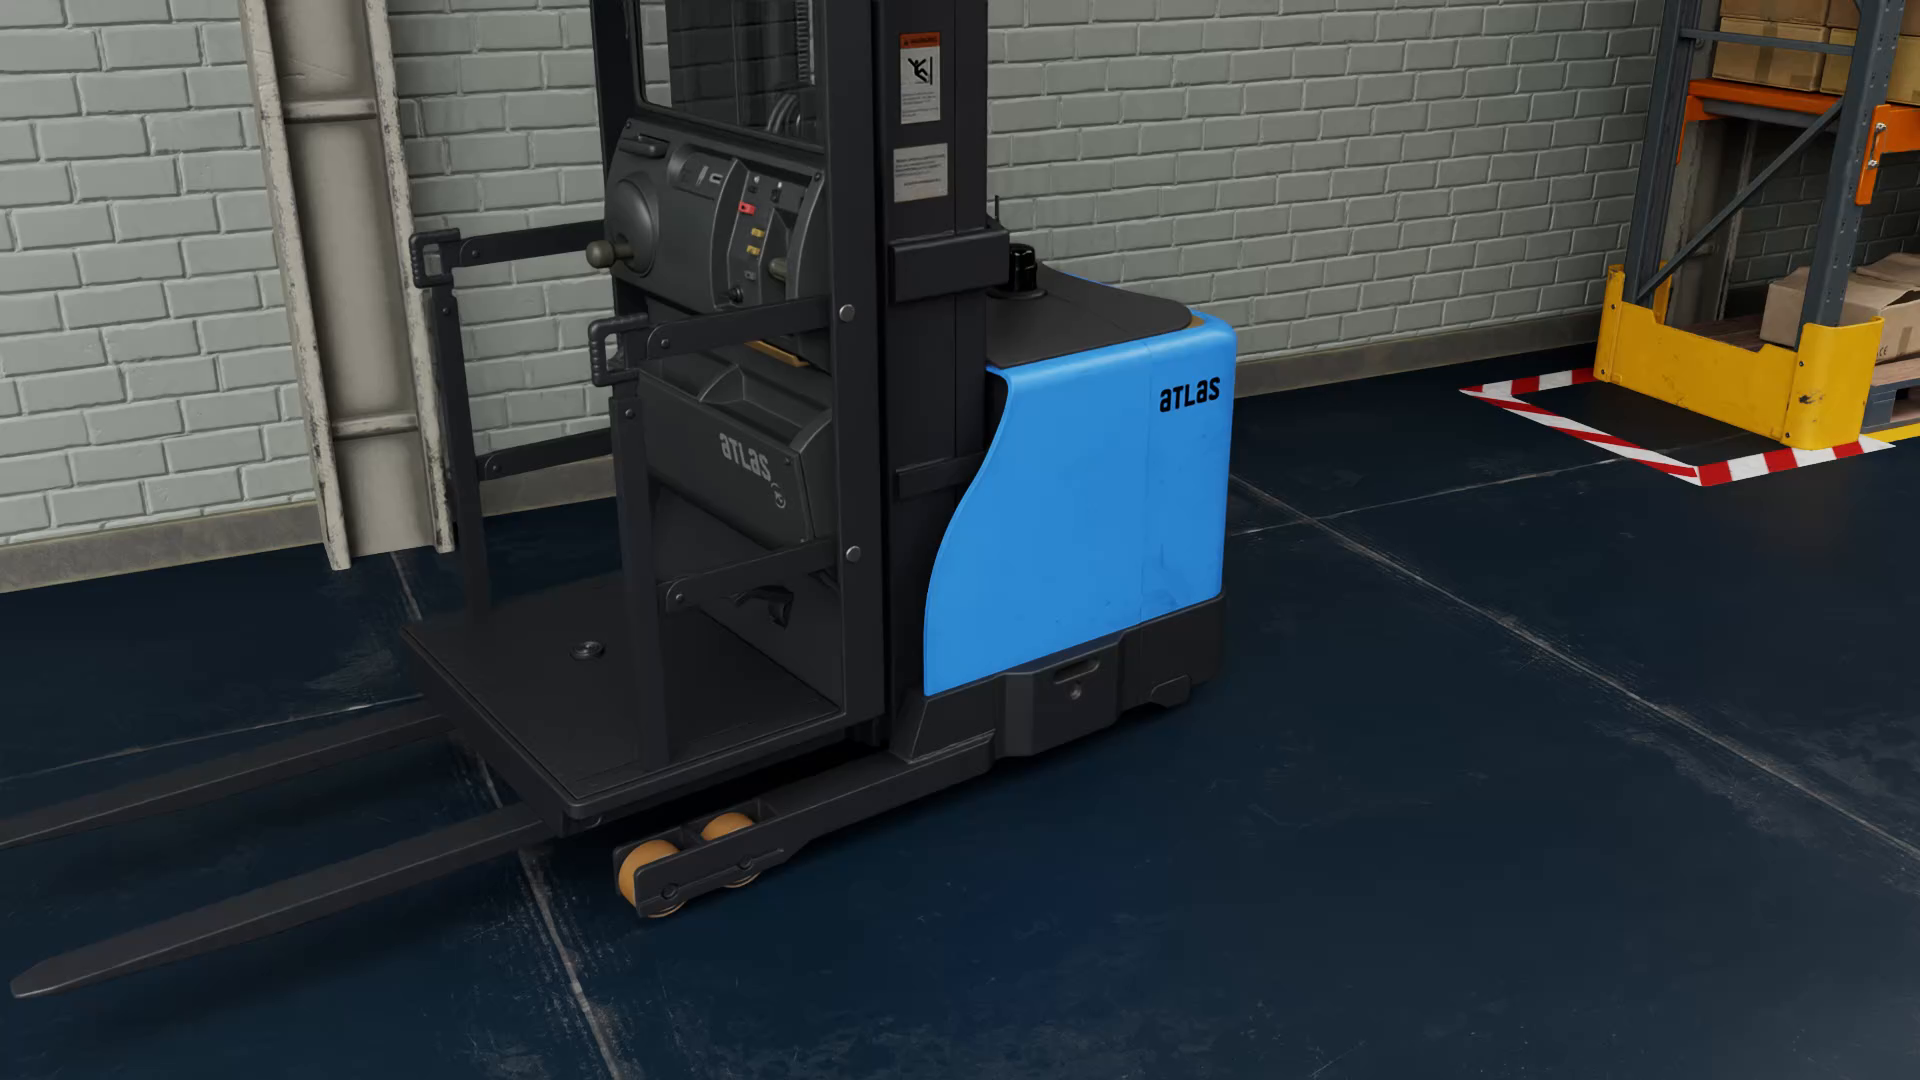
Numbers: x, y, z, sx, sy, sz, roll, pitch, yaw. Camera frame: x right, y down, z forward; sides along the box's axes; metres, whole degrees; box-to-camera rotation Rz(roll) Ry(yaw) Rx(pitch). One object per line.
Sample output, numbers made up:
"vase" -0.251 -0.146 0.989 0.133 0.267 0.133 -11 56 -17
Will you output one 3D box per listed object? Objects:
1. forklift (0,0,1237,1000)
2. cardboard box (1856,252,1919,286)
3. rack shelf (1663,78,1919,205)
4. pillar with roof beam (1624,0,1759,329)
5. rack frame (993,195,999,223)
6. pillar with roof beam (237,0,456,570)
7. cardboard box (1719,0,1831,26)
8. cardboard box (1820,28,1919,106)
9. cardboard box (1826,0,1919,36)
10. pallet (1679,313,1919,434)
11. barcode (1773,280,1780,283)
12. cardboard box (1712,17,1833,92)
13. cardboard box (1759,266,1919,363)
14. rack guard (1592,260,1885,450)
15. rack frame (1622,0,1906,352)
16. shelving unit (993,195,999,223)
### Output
"forklift" -0.747 -0.741 3.708 3.031 2.935 1.130 -16 27 -33
"cardboard box" 4.364 -1.090 7.402 0.500 0.311 0.500 -8 24 -19
"rack shelf" 4.990 -1.950 7.481 4.000 0.370 1.077 -10 25 -24
"pillar with roof beam" 5.311 -3.654 2.811 0.400 9.000 9.100 -10 25 -24
"rack frame" 0.069 -0.567 5.551 0.006 1.200 0.240 -10 25 -24
"pillar with roof beam" -0.096 -2.658 0.406 0.400 9.000 9.100 -10 25 -24
"cardboard box" 3.521 -2.389 6.789 0.500 0.500 0.500 -11 25 -24
"cardboard box" 3.765 -1.863 6.498 0.500 0.250 0.500 -11 25 -25
"cardboard box" 3.749 -2.213 6.364 0.500 0.500 0.500 -10 25 -24
"pallet" 4.004 -0.798 7.401 1.213 0.211 1.003 -10 25 -24
"barcode" 3.693 -1.141 7.512 0.075 0.075 0.001 -10 25 -24
"cardboard box" 3.525 -2.035 6.915 0.500 0.250 0.500 -10 25 -23
"cardboard box" 3.851 -0.996 7.174 0.500 0.311 0.500 -14 26 -30
"rack guard" 3.257 -0.809 7.050 0.348 0.500 1.175 -10 25 -24
"rack frame" 3.188 -1.951 6.541 0.127 3.000 1.000 -10 25 -24
"shelving unit" -0.013 -0.552 5.515 0.189 1.200 0.258 -10 25 -24
